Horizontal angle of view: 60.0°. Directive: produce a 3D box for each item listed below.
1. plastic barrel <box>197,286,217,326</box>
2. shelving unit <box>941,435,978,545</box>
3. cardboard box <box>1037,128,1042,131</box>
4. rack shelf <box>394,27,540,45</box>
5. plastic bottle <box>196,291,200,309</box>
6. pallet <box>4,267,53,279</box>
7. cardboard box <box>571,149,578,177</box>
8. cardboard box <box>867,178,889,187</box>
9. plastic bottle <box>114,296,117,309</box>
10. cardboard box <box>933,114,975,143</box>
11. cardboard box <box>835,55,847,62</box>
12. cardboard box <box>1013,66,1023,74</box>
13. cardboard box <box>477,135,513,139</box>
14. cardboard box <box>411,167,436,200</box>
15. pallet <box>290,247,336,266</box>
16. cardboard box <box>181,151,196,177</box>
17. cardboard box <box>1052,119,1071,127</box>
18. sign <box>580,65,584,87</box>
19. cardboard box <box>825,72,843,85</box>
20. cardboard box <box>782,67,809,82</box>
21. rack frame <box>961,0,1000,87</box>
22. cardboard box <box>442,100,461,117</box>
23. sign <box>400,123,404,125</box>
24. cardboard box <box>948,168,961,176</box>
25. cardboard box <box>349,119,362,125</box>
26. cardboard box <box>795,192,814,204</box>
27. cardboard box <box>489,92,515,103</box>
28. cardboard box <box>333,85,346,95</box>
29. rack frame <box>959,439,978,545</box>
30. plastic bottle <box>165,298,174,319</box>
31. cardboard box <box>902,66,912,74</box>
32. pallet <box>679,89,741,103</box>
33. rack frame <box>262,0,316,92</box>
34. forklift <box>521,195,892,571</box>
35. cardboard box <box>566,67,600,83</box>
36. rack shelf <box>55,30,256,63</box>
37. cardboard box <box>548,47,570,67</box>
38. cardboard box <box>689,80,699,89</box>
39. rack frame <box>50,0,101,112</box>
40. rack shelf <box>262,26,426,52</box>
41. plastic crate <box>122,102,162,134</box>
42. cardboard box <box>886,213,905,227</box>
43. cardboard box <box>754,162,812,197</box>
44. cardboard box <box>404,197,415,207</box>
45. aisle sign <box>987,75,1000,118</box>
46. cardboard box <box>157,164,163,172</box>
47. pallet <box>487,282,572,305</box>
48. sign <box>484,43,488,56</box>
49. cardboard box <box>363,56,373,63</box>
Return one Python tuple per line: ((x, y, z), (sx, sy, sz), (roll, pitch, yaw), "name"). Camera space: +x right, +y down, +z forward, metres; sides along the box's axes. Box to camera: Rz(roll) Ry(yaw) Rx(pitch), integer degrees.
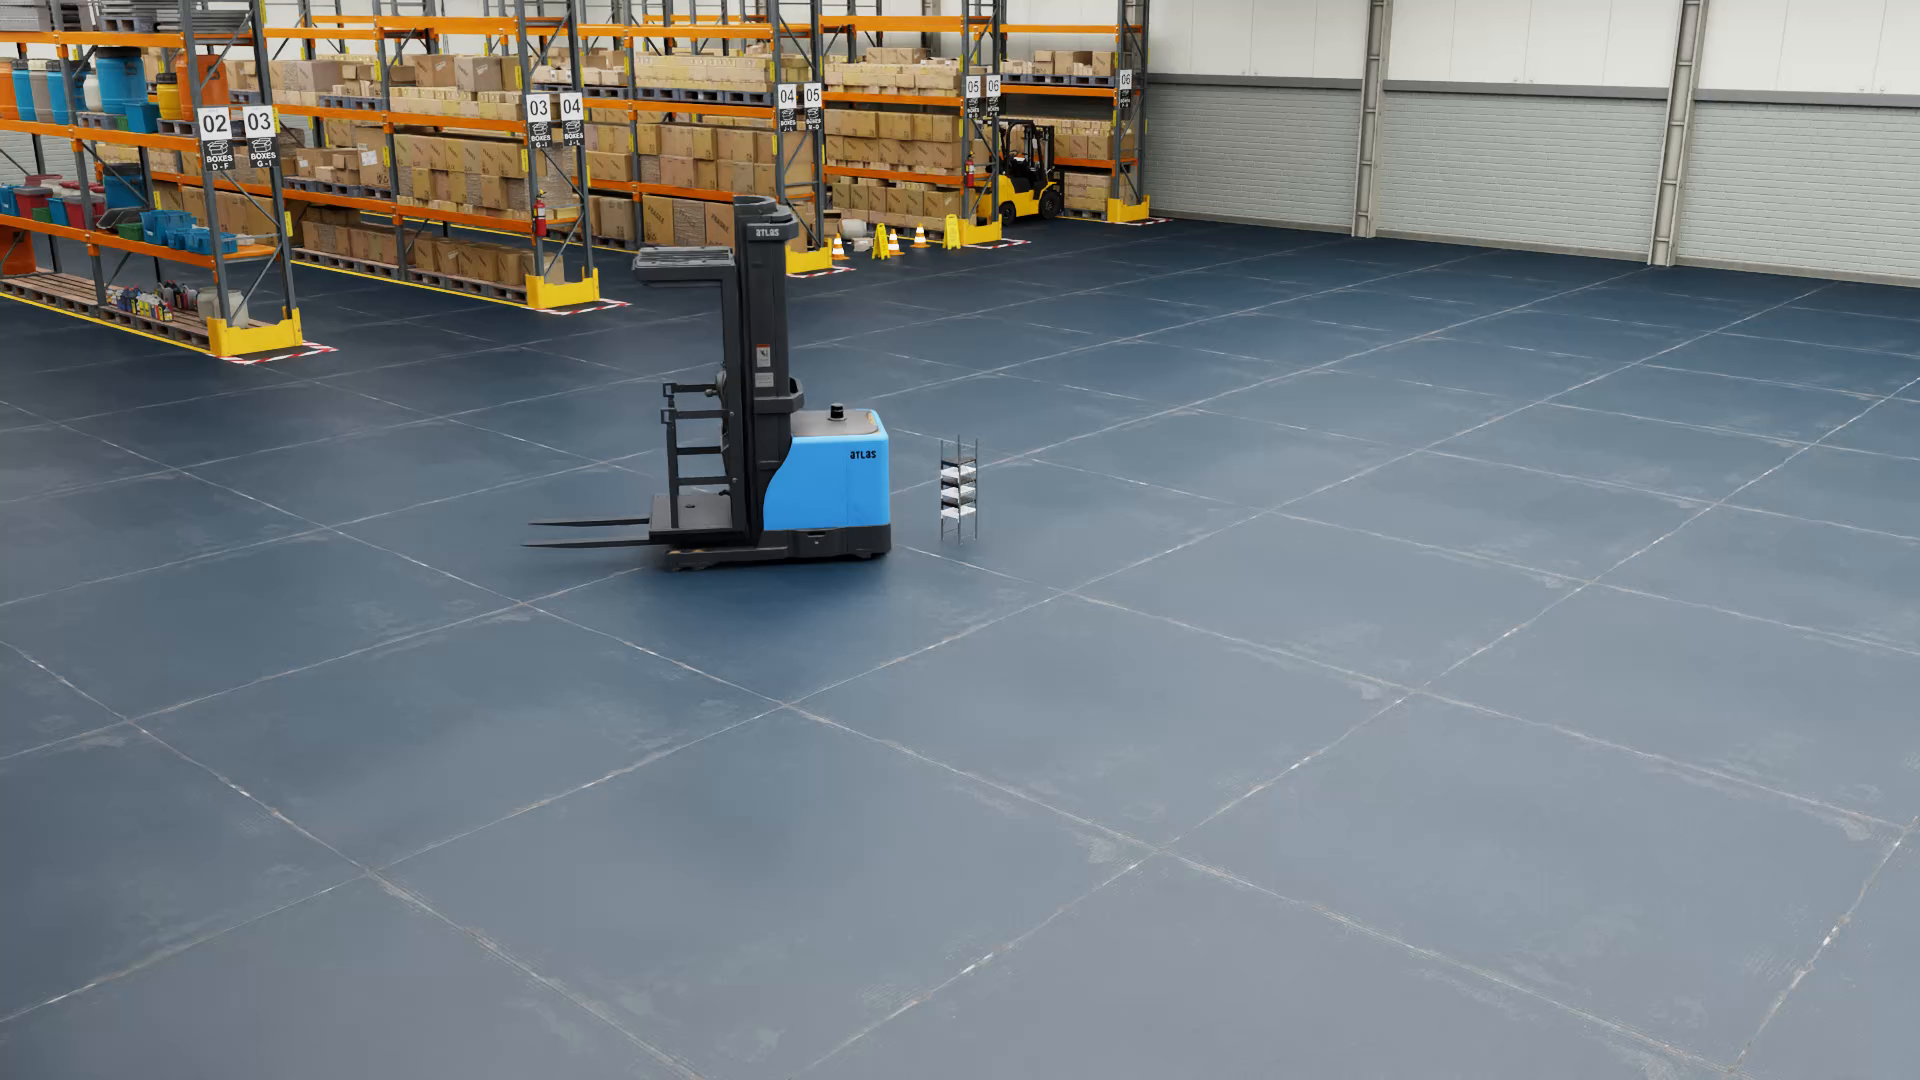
((-10.381, -3.250, 23.140), (0.421, 0.512, 0.421), (0, 18, 0), "plastic barrel")
((-0.006, -0.431, 14.309), (0.210, 0.900, 0.258), (15, 23, 39), "shelving unit")
((1.910, -9.228, 37.321), (0.250, 0.149, 0.380), (14, 23, 38), "cardboard box")
((-10.287, -10.576, 34.740), (4.000, 0.370, 1.077), (15, 23, 39), "rack shelf")
((-11.095, -3.494, 24.272), (0.097, 0.271, 0.097), (0, 18, 0), "plastic bottle")
((-16.064, -4.446, 28.101), (1.213, 0.211, 1.003), (15, 23, 39), "pallet")
((-7.504, -7.442, 32.765), (0.500, 0.500, 0.500), (15, 23, 39), "cardboard box")
((-1.685, -7.368, 34.236), (0.250, 0.149, 0.380), (17, 24, 42), "cardboard box")
((-12.355, -3.495, 24.393), (0.097, 0.201, 0.097), (0, 18, 0), "plastic bottle")
((-0.124, -8.102, 32.701), (0.500, 0.500, 0.700), (14, 23, 38), "cardboard box")
((-2.869, -11.882, 41.059), (0.250, 0.149, 0.380), (14, 22, 37), "cardboard box")
((1.412, -10.555, 37.335), (0.250, 0.149, 0.380), (16, 24, 41), "cardboard box")
((-7.528, -6.280, 26.959), (0.500, 0.500, 0.500), (15, 23, 39), "cardboard box")
((-8.521, -5.921, 27.480), (0.500, 0.500, 0.875), (15, 23, 39), "cardboard box")
((-11.575, -5.261, 30.667), (1.213, 0.211, 1.003), (15, 23, 39), "pallet")
((-14.973, -7.449, 32.787), (0.500, 0.500, 0.500), (15, 23, 39), "cardboard box")
((2.265, -9.263, 36.939), (0.250, 0.149, 0.380), (16, 23, 40), "cardboard box")
((-5.815, -7.110, 25.480), (0.005, 0.325, 0.100), (15, 23, 39), "sign")
((-2.442, -9.536, 34.325), (0.500, 0.250, 0.500), (14, 23, 38), "cardboard box")
((-2.998, -8.146, 29.085), (0.500, 0.250, 0.500), (15, 23, 39), "cardboard box")
((0.402, -10.242, 31.837), (0.127, 3.000, 1.000), (15, 23, 39), "rack frame")
((-7.837, -6.843, 26.331), (0.500, 0.250, 0.500), (15, 23, 38), "cardboard box")
((-12.137, -8.940, 36.221), (0.005, 0.325, 0.100), (15, 23, 39), "sign")
((-0.019, -7.290, 32.866), (0.250, 0.149, 0.380), (16, 24, 41), "cardboard box")
((-13.476, -9.660, 37.610), (0.500, 0.500, 0.500), (14, 22, 38), "cardboard box")
((-3.523, -7.382, 36.391), (0.950, 0.372, 0.625), (-17, 24, -42), "cardboard box")
((-6.985, -6.783, 25.485), (0.250, 0.149, 0.380), (14, 22, 37), "cardboard box")
((-10.636, -7.816, 28.843), (0.250, 0.166, 0.380), (14, 22, 38), "cardboard box")
((0.070, -0.410, 14.244), (0.006, 0.900, 0.240), (15, 23, 39), "rack frame")
((-11.228, -3.286, 23.598), (0.133, 0.283, 0.061), (15, 23, 39), "plastic bottle")
((-0.929, -9.353, 33.092), (0.250, 0.149, 0.380), (14, 22, 38), "cardboard box")
((-4.286, -8.022, 29.945), (1.213, 0.211, 1.003), (15, 23, 39), "pallet")
((-12.159, -9.607, 29.833), (0.127, 3.000, 1.000), (15, 23, 39), "rack frame")
((-2.138, -1.313, 13.730), (3.031, 2.935, 1.130), (-3, 18, -8), "forklift")
((-7.256, -8.983, 32.115), (0.500, 0.311, 0.500), (14, 22, 37), "cardboard box")
((-10.959, -6.748, 22.676), (4.000, 0.370, 1.077), (15, 23, 39), "rack shelf")
((-9.603, -11.783, 40.619), (0.797, 0.503, 0.637), (-16, 24, -41), "cardboard box")
((-4.615, -8.148, 29.753), (0.250, 0.149, 0.380), (15, 23, 40), "cardboard box")
((-12.455, -7.683, 23.772), (0.127, 3.000, 1.000), (15, 23, 39), "rack frame")
((-10.663, -8.671, 28.737), (4.000, 0.370, 1.077), (15, 23, 39), "rack shelf")
((-11.089, -5.757, 22.689), (0.575, 0.384, 0.392), (15, 23, 39), "plastic crate")
((-1.158, -6.584, 34.077), (0.500, 0.250, 0.500), (14, 22, 37), "cardboard box")
((-3.115, -6.378, 29.331), (0.550, 0.550, 0.875), (15, 23, 39), "cardboard box")
((-9.028, -5.660, 27.730), (0.250, 0.149, 0.380), (15, 23, 39), "cardboard box")
((0.655, -8.680, 32.533), (0.004, 0.787, 0.394), (15, 23, 39), "aisle sign")
((-15.981, -7.521, 33.594), (0.250, 0.149, 0.380), (15, 23, 38), "cardboard box")
((-6.816, -3.998, 26.689), (1.213, 0.211, 1.003), (15, 23, 39), "pallet")
((-11.937, -12.355, 41.877), (0.005, 0.325, 0.100), (15, 23, 39), "sign")
((-12.983, -10.647, 36.833), (0.250, 0.149, 0.380), (14, 22, 37), "cardboard box")
